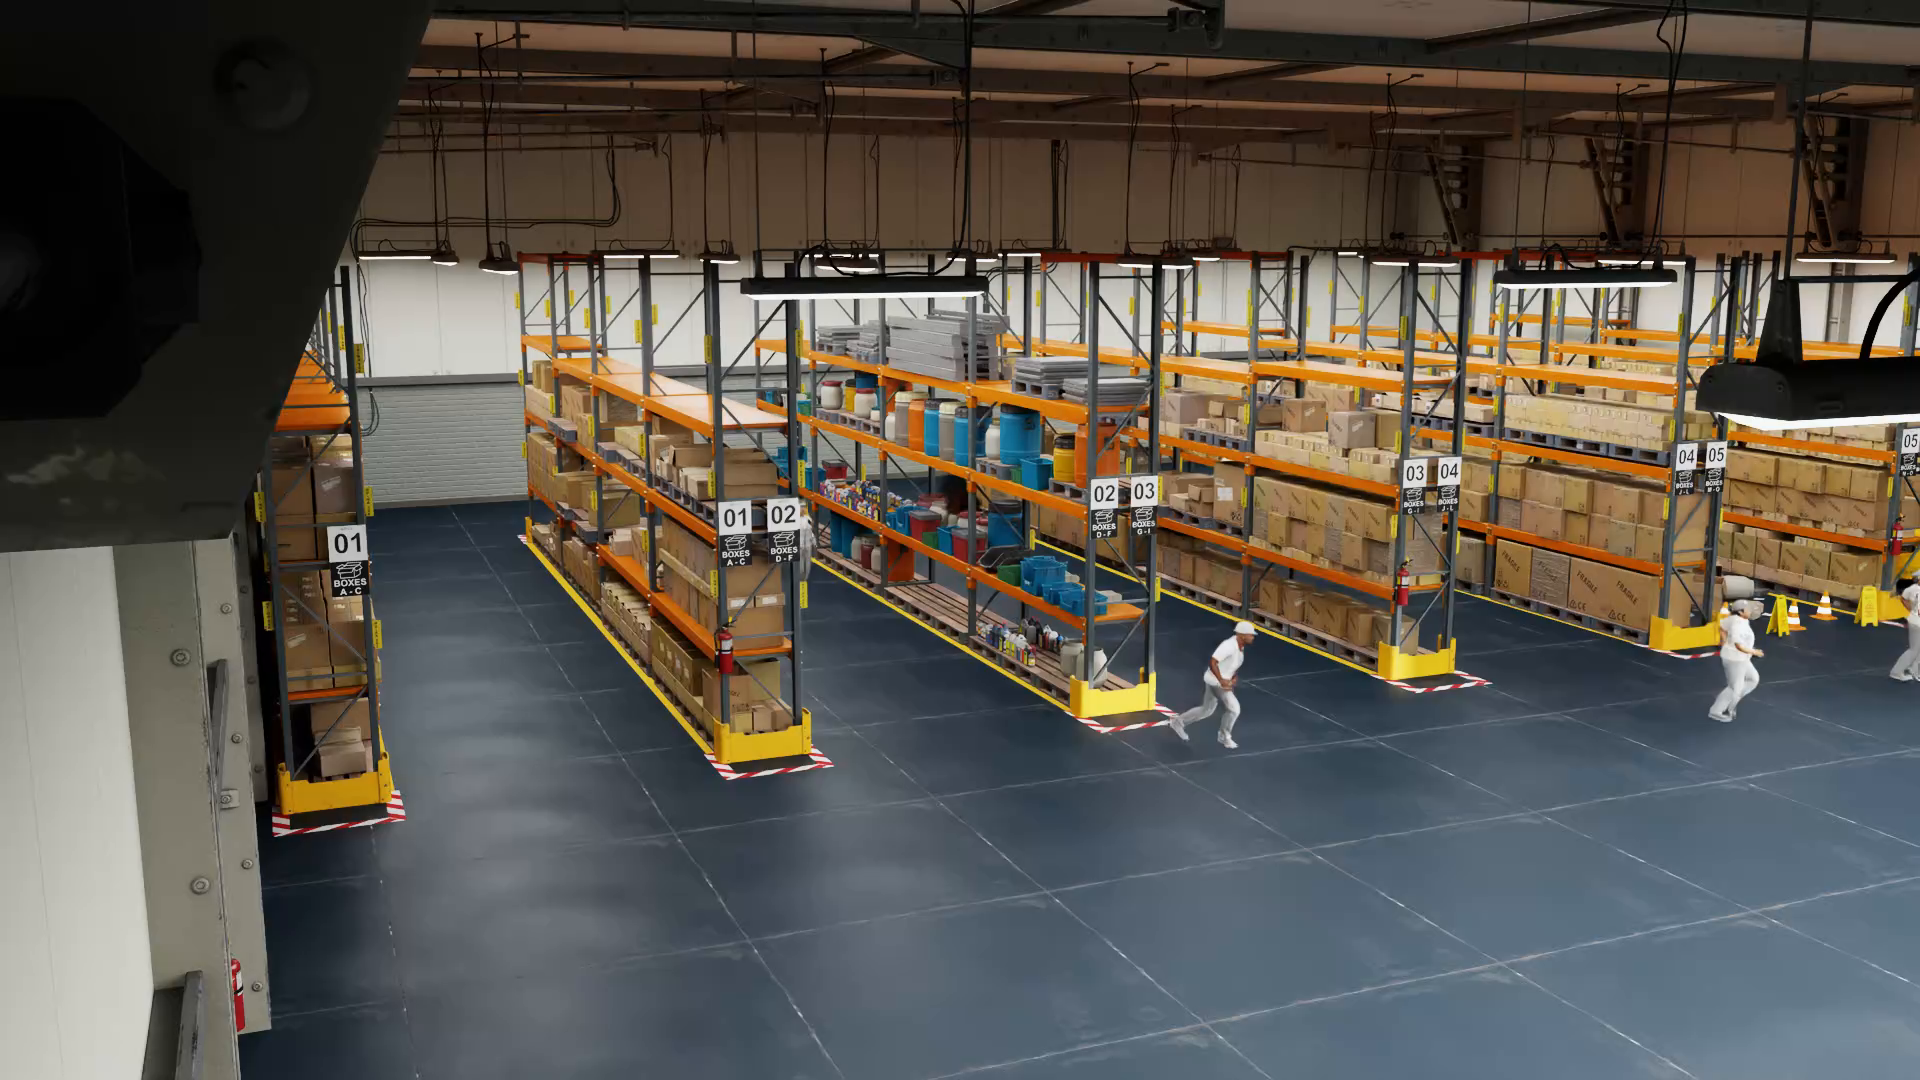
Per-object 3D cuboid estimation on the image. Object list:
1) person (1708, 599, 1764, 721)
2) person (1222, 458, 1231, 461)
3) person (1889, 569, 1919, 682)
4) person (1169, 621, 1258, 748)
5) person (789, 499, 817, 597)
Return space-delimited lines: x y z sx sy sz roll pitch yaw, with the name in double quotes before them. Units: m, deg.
"person" 10.232 1.574 21.877 0.611 1.632 0.580 4 11 20
"person" 5.615 -0.873 34.961 0.657 1.735 0.588 -3 11 -18
"person" 13.692 1.228 23.683 0.677 1.727 0.559 4 11 23
"person" 3.171 1.803 20.815 1.071 1.658 0.677 4 11 19
"person" -2.689 0.124 28.137 0.609 1.665 0.493 -7 13 -35
